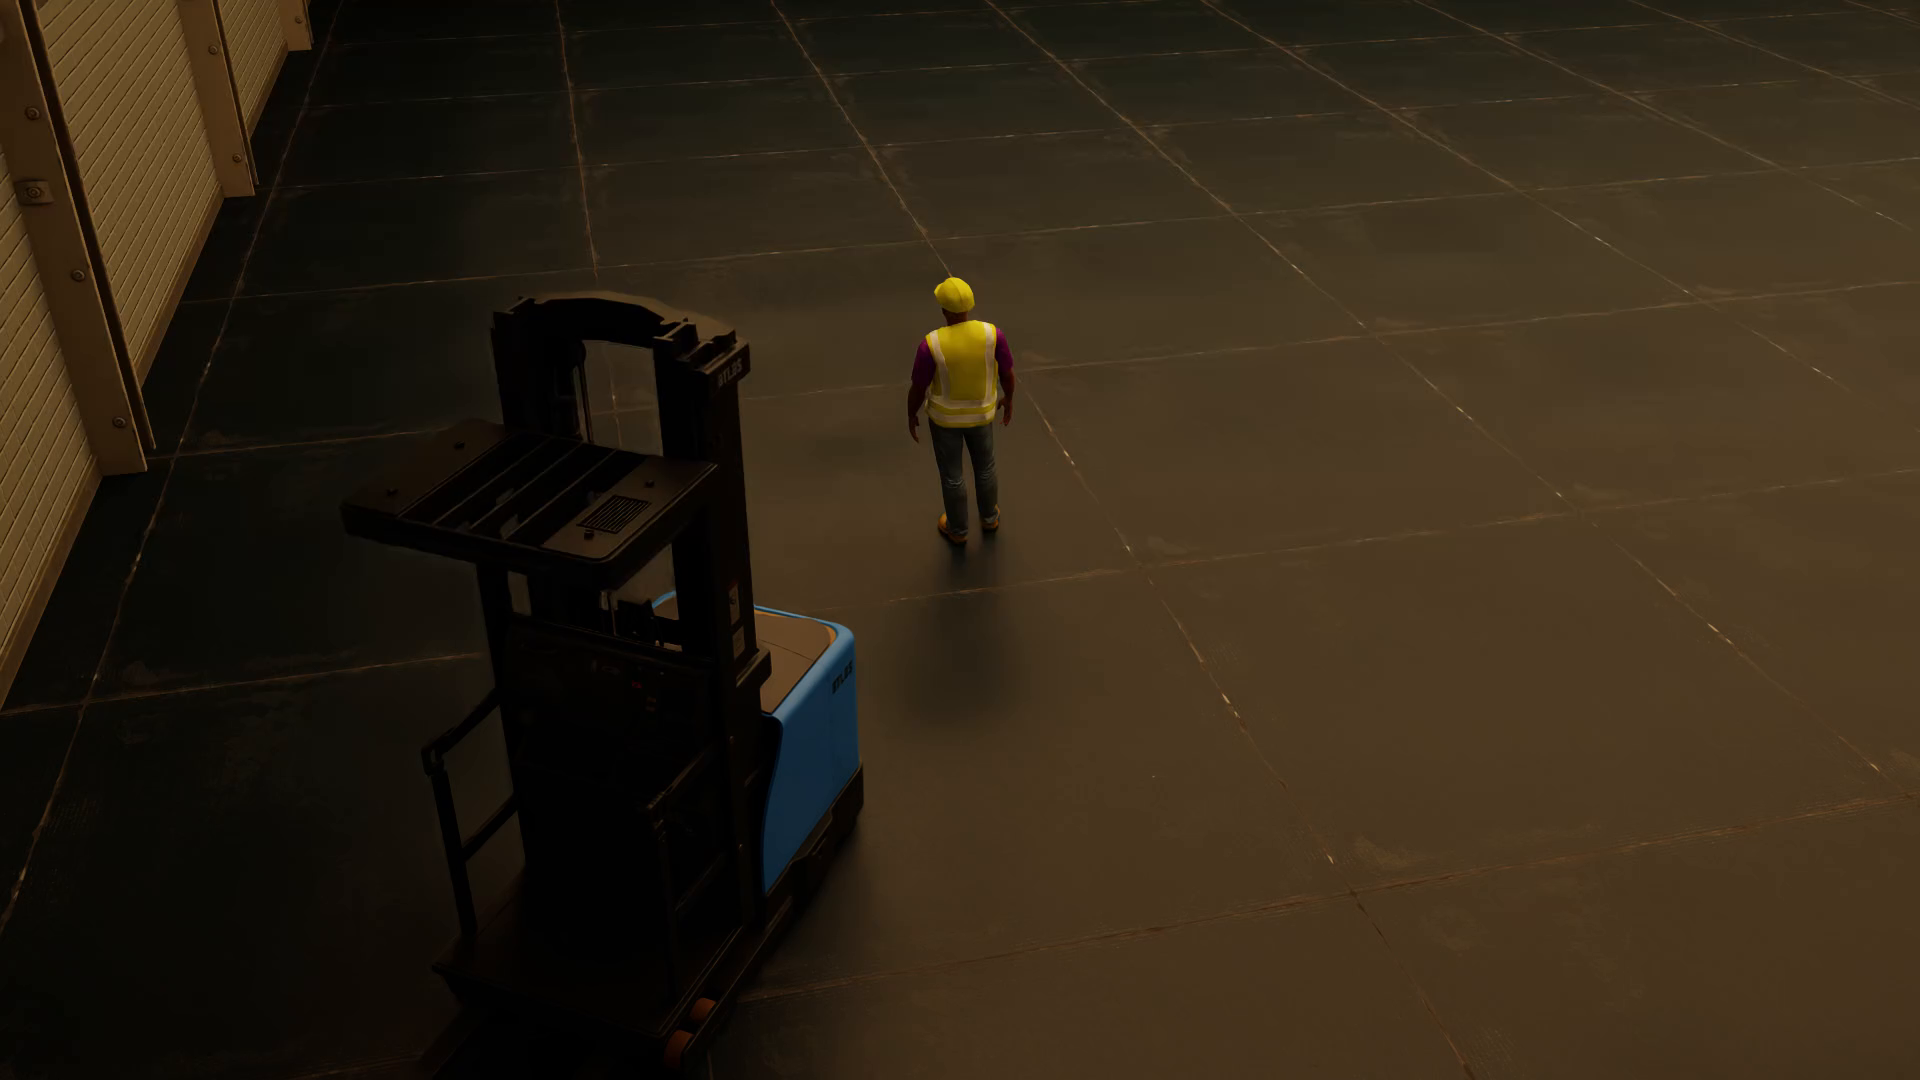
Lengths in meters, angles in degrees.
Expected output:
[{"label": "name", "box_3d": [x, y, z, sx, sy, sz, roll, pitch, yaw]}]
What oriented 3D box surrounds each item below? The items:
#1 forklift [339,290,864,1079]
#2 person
[{"label": "forklift", "box_3d": [-1.488, 0.654, 6.444, 1.130, 2.935, 3.031, 11, 32, 19]}, {"label": "person", "box_3d": [-0.010, -0.805, 10.113, 0.666, 1.765, 0.577, -7, 31, -12]}]
